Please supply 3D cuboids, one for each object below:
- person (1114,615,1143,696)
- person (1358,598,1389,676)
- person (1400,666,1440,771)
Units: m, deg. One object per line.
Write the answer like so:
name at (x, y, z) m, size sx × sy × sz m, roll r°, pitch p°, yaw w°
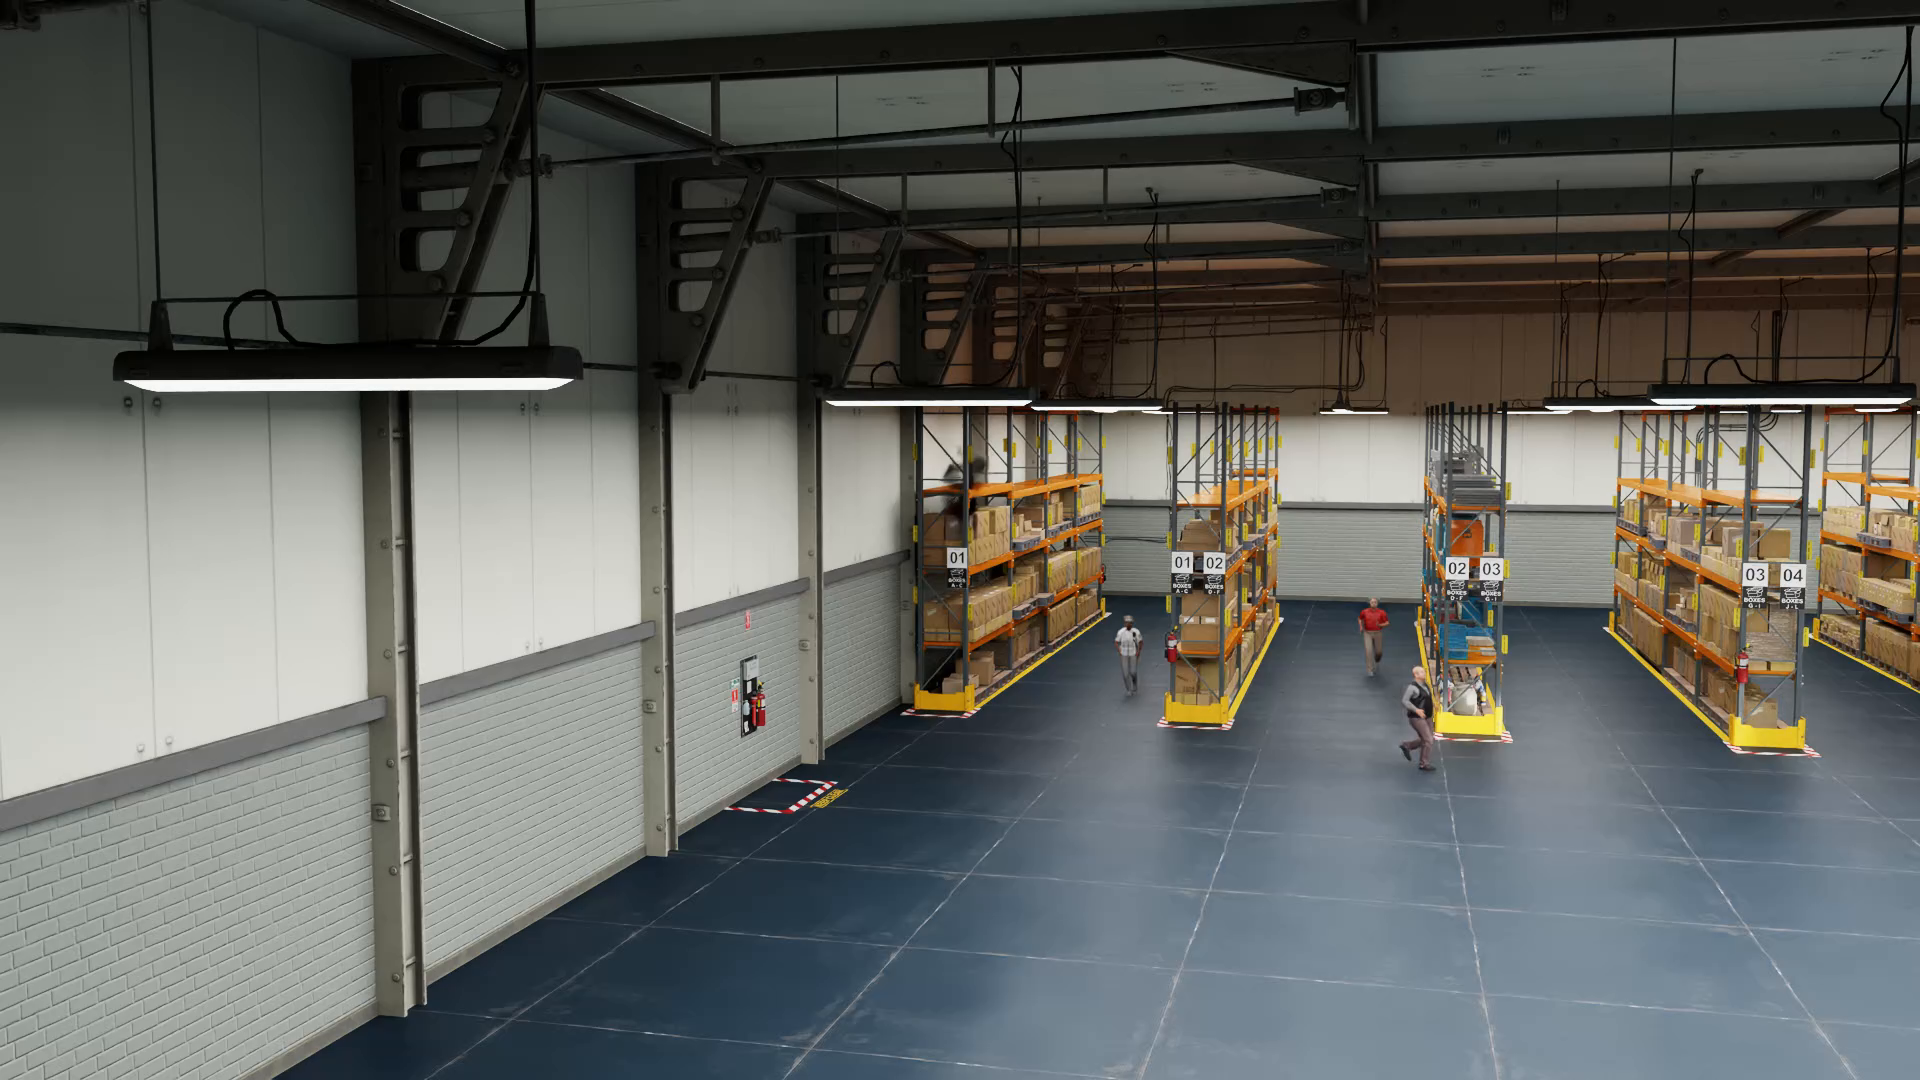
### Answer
person at (3.461, 2.369, 34.190) m, size 0.582 × 1.664 × 0.552 m, roll 1°, pitch 4°, yaw 11°
person at (9.169, 2.135, 36.909) m, size 0.673 × 1.697 × 0.884 m, roll 1°, pitch 4°, yaw 13°
person at (7.438, 2.889, 27.019) m, size 0.704 × 1.678 × 0.663 m, roll 4°, pitch 6°, yaw 43°
